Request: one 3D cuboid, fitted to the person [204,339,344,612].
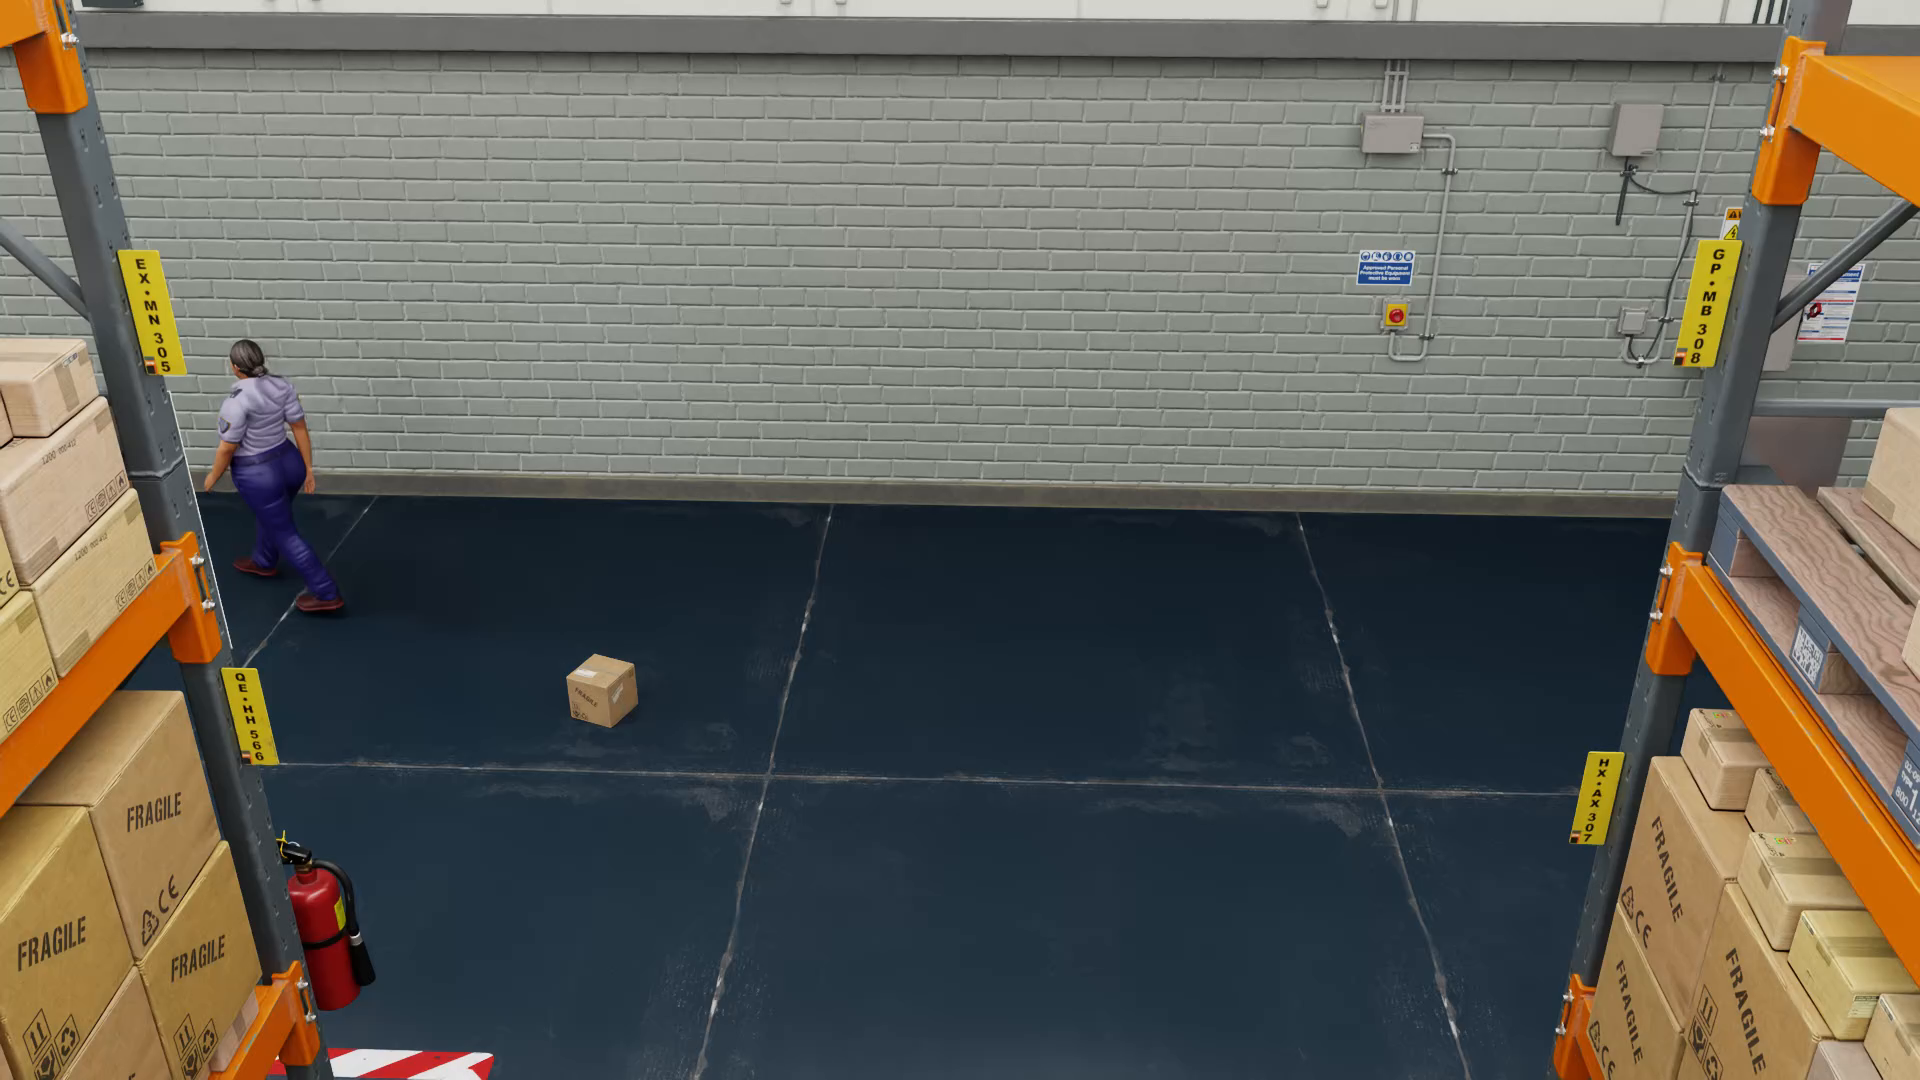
[{"bbox_3d":[-3.959,-0.390,9.347,0.967,1.590,0.493,11,30,20],"label":"person"}]
